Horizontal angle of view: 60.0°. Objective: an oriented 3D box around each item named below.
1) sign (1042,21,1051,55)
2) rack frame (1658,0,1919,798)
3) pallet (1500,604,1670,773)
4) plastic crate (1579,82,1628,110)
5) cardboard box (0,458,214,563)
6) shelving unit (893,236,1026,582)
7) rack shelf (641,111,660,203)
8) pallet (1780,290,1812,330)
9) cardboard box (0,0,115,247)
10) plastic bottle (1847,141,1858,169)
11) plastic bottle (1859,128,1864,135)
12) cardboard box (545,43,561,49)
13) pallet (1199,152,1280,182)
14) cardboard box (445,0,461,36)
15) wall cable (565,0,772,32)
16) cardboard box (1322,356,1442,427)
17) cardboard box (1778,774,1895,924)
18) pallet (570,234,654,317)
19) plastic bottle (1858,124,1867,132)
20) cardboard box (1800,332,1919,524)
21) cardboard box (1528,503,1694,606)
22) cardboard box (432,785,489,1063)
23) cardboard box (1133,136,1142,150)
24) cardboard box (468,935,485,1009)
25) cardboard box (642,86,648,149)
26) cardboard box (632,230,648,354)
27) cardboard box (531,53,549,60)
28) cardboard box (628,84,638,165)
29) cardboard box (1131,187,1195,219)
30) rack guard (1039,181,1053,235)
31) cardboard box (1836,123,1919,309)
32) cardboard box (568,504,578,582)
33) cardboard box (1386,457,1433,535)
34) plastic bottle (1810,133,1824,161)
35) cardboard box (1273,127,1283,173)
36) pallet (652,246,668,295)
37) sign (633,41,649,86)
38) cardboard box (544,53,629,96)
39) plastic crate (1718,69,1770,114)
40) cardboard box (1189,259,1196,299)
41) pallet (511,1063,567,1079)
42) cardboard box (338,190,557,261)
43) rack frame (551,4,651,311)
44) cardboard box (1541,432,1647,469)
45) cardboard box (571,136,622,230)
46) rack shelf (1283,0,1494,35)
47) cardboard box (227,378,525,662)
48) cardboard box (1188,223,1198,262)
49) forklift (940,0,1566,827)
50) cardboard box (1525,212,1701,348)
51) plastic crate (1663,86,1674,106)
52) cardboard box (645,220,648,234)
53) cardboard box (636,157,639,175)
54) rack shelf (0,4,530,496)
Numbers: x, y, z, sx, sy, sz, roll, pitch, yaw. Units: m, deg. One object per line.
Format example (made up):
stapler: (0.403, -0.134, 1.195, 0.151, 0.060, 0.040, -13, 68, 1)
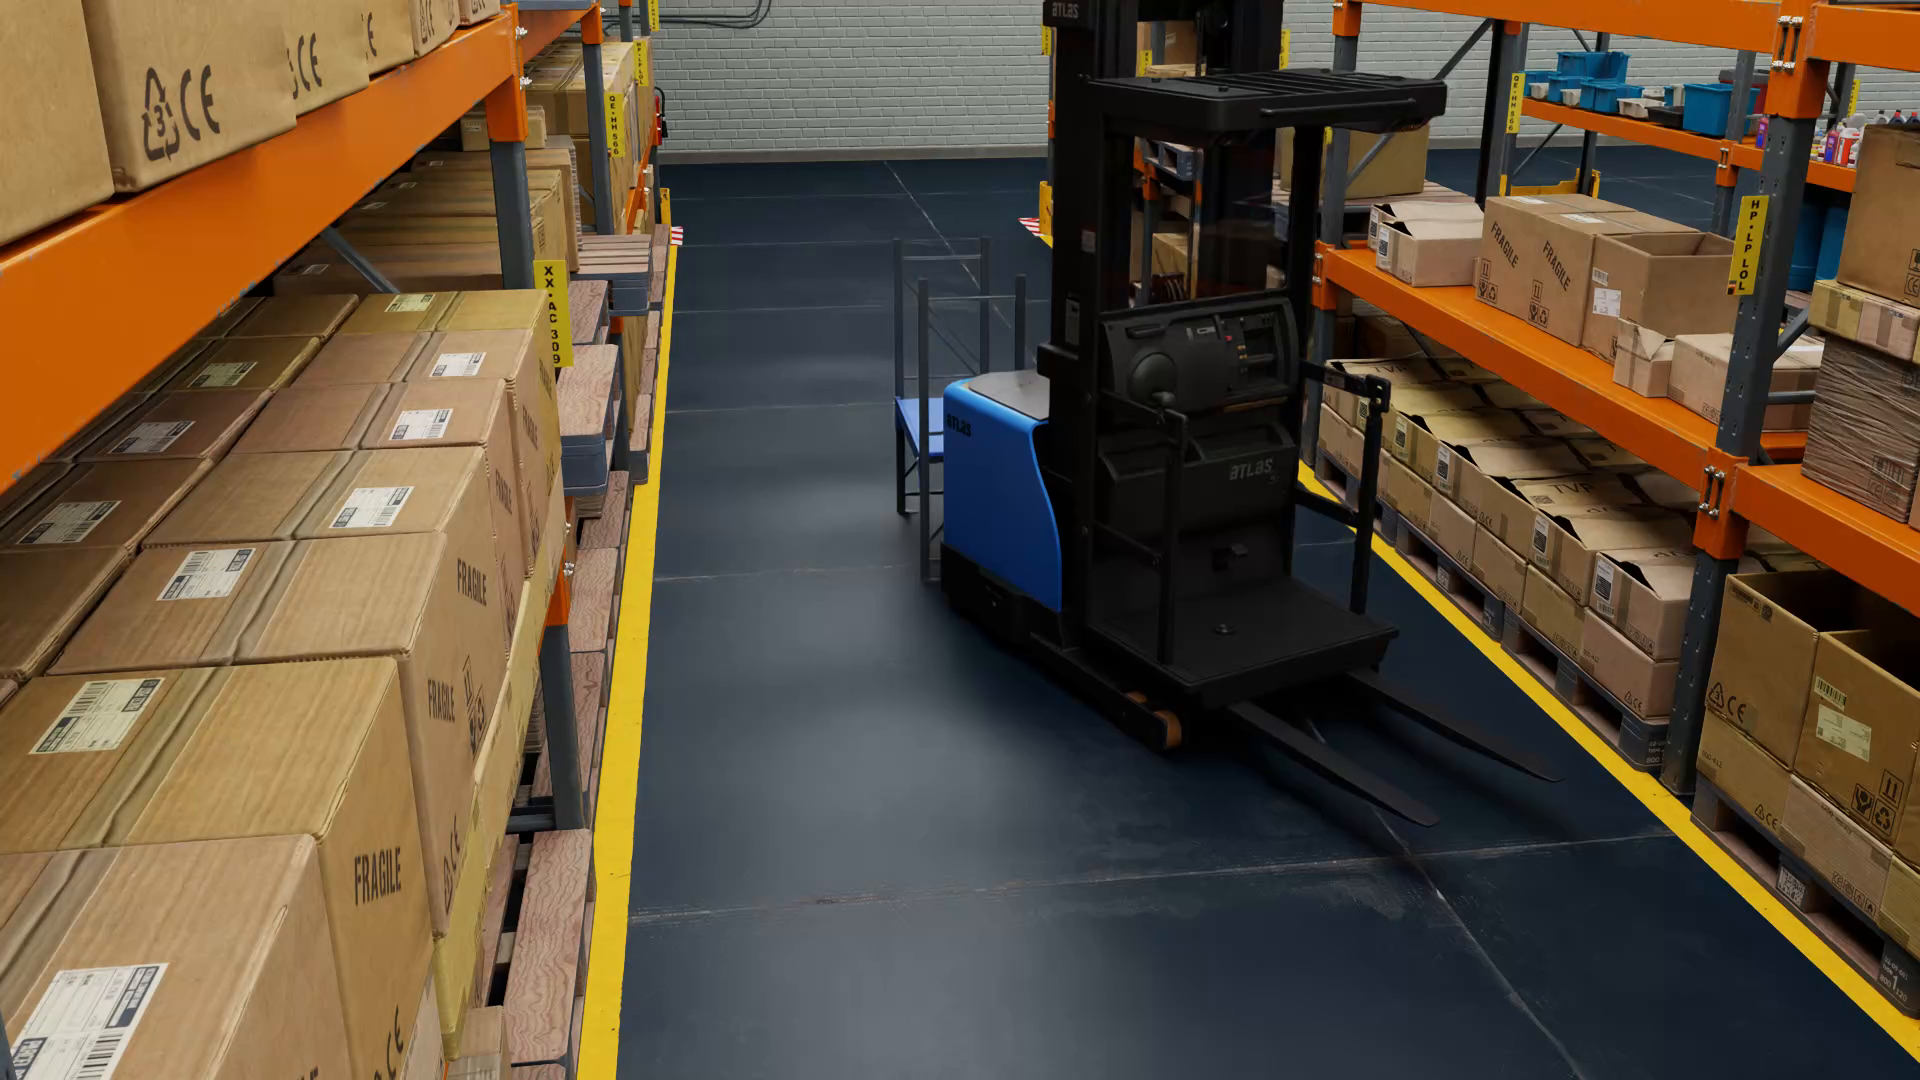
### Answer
sign: (0.870, -5.029, 16.656, 0.100, 0.325, 0.005, -3, 21, -8)
rack frame: (3.137, -0.496, 5.756, 1.000, 3.000, 0.127, -3, 21, -8)
pallet: (2.992, 0.557, 6.922, 1.003, 0.211, 1.213, -3, 21, -8)
plastic crate: (6.209, -4.291, 16.071, 0.416, 0.233, 0.300, -3, 21, -8)
cardboard box: (-1.680, 0.170, 3.089, 0.500, 0.500, 0.500, -3, 21, -7)
shelving unit: (-0.020, -0.690, 8.421, 0.538, 1.500, 1.048, -3, 21, -8)
rack shelf: (-3.206, -3.370, 14.480, 1.077, 0.370, 4.000, -3, 21, -8)
pallet: (6.956, -1.939, 13.605, 1.003, 0.211, 1.213, -3, 21, -8)
cardboard box: (-0.989, -0.449, 1.174, 0.500, 0.500, 0.500, -2, 21, -6)
plastic bottle: (6.699, -2.879, 12.423, 0.097, 0.201, 0.097, 0, 20, 0)
plastic bottle: (6.860, -2.964, 12.541, 0.152, 0.276, 0.135, -3, 21, -8)
cardboard box: (-3.109, -3.389, 11.834, 0.500, 0.250, 0.500, -2, 21, -6)
pallet: (2.276, -2.464, 11.300, 1.003, 0.211, 1.213, -3, 21, -8)
cardboard box: (-1.387, -1.368, 3.633, 0.500, 0.500, 0.500, -5, 21, -12)
wall cable: (-3.956, -7.731, 20.993, 3.097, 2.526, 0.112, -3, 21, -8)
cardboard box: (2.345, -0.856, 9.249, 0.500, 0.311, 0.500, -2, 21, -6)
cardboard box: (2.971, 0.945, 5.229, 0.500, 0.250, 0.500, -3, 21, -8)
pallet: (-2.133, -1.298, 8.179, 1.213, 0.211, 1.003, -3, 21, -8)
plastic bottle: (7.307, -3.262, 13.447, 0.097, 0.201, 0.097, 0, 20, 0)
cardboard box: (3.207, -0.389, 5.328, 0.700, 0.500, 0.500, -3, 21, -9)
cardboard box: (2.714, 0.027, 6.884, 0.500, 0.311, 0.500, -2, 21, -6)
cardboard box: (-1.100, 0.660, 2.846, 0.500, 0.250, 0.500, -3, 21, -9)
cardboard box: (1.658, -3.473, 13.584, 0.500, 0.500, 0.500, -3, 21, -7)
cardboard box: (-1.575, 1.078, 4.488, 0.500, 0.500, 0.500, -4, 21, -12)
cardboard box: (-3.079, -3.597, 13.630, 0.980, 0.700, 0.700, -3, 21, -9)
cardboard box: (-2.564, -1.678, 11.394, 0.750, 0.750, 0.750, -2, 21, -6)
cardboard box: (-2.950, -3.035, 10.886, 0.500, 0.250, 0.500, -4, 21, -10)
cardboard box: (-2.518, -2.887, 11.562, 0.500, 0.500, 0.500, -3, 21, -7)
cardboard box: (1.708, -2.952, 15.273, 0.797, 0.503, 0.637, -3, 21, -8)
rack guard: (1.418, -3.453, 17.247, 1.175, 0.500, 0.348, -3, 21, -8)
cardboard box: (3.207, -0.997, 5.101, 0.700, 0.500, 0.500, -3, 21, -7)
cardboard box: (-2.127, -0.063, 7.542, 0.700, 0.500, 0.500, -3, 21, -8)
cardboard box: (2.500, -0.239, 8.400, 0.500, 0.250, 0.500, -3, 21, -9)
plastic bottle: (6.632, -3.040, 12.851, 0.097, 0.201, 0.097, 0, 20, 0)
cardboard box: (2.415, -2.663, 10.816, 0.700, 0.500, 0.500, 1, 20, 2)
pallet: (-3.129, -2.399, 14.837, 1.003, 0.211, 1.213, -3, 21, -8)
sign: (-2.382, -3.551, 12.394, 0.100, 0.325, 0.005, -3, 21, -8)
cardboard box: (-2.459, -3.058, 10.949, 0.500, 0.250, 0.500, -3, 21, -7)
plastic crate: (7.006, -3.894, 14.678, 0.402, 0.464, 0.583, -3, 21, -8)
cardboard box: (1.965, -1.763, 12.094, 0.500, 0.500, 0.500, -3, 21, -7)
pallet: (-1.453, 1.716, 3.821, 1.003, 0.211, 1.213, -3, 21, -8)
cardboard box: (-2.003, -1.096, 6.591, 0.700, 0.500, 0.500, 0, 20, 0)
rack frame: (-2.918, -3.014, 12.500, 1.000, 3.000, 0.127, -3, 21, -8)
cardboard box: (3.101, -0.355, 7.908, 0.500, 0.311, 0.500, -2, 21, -6)
cardboard box: (-2.158, -2.006, 9.204, 0.500, 0.500, 0.500, -2, 21, -6)
rack shelf: (2.272, -3.641, 10.920, 1.077, 0.370, 4.000, -3, 21, -8)
cardboard box: (-1.251, -0.040, 3.649, 0.500, 0.500, 0.500, -4, 21, -9)
cardboard box: (1.957, -2.126, 11.993, 0.500, 0.250, 0.500, -3, 21, -8)
forklift: (1.083, -0.729, 6.478, 1.130, 2.935, 3.031, -11, 23, -28)
cardboard box: (2.894, -1.165, 7.406, 0.500, 0.500, 0.500, -3, 21, -8)
plastic crate: (6.859, -4.151, 15.696, 0.416, 0.233, 0.300, -3, 21, -8)
cardboard box: (-2.993, -2.478, 14.037, 0.700, 0.500, 0.500, -3, 21, -8)
cardboard box: (-2.529, -2.717, 12.035, 0.380, 0.149, 0.250, -3, 21, -7)
rack shelf: (-1.476, -0.620, 2.831, 1.077, 0.370, 4.000, -3, 21, -8)
